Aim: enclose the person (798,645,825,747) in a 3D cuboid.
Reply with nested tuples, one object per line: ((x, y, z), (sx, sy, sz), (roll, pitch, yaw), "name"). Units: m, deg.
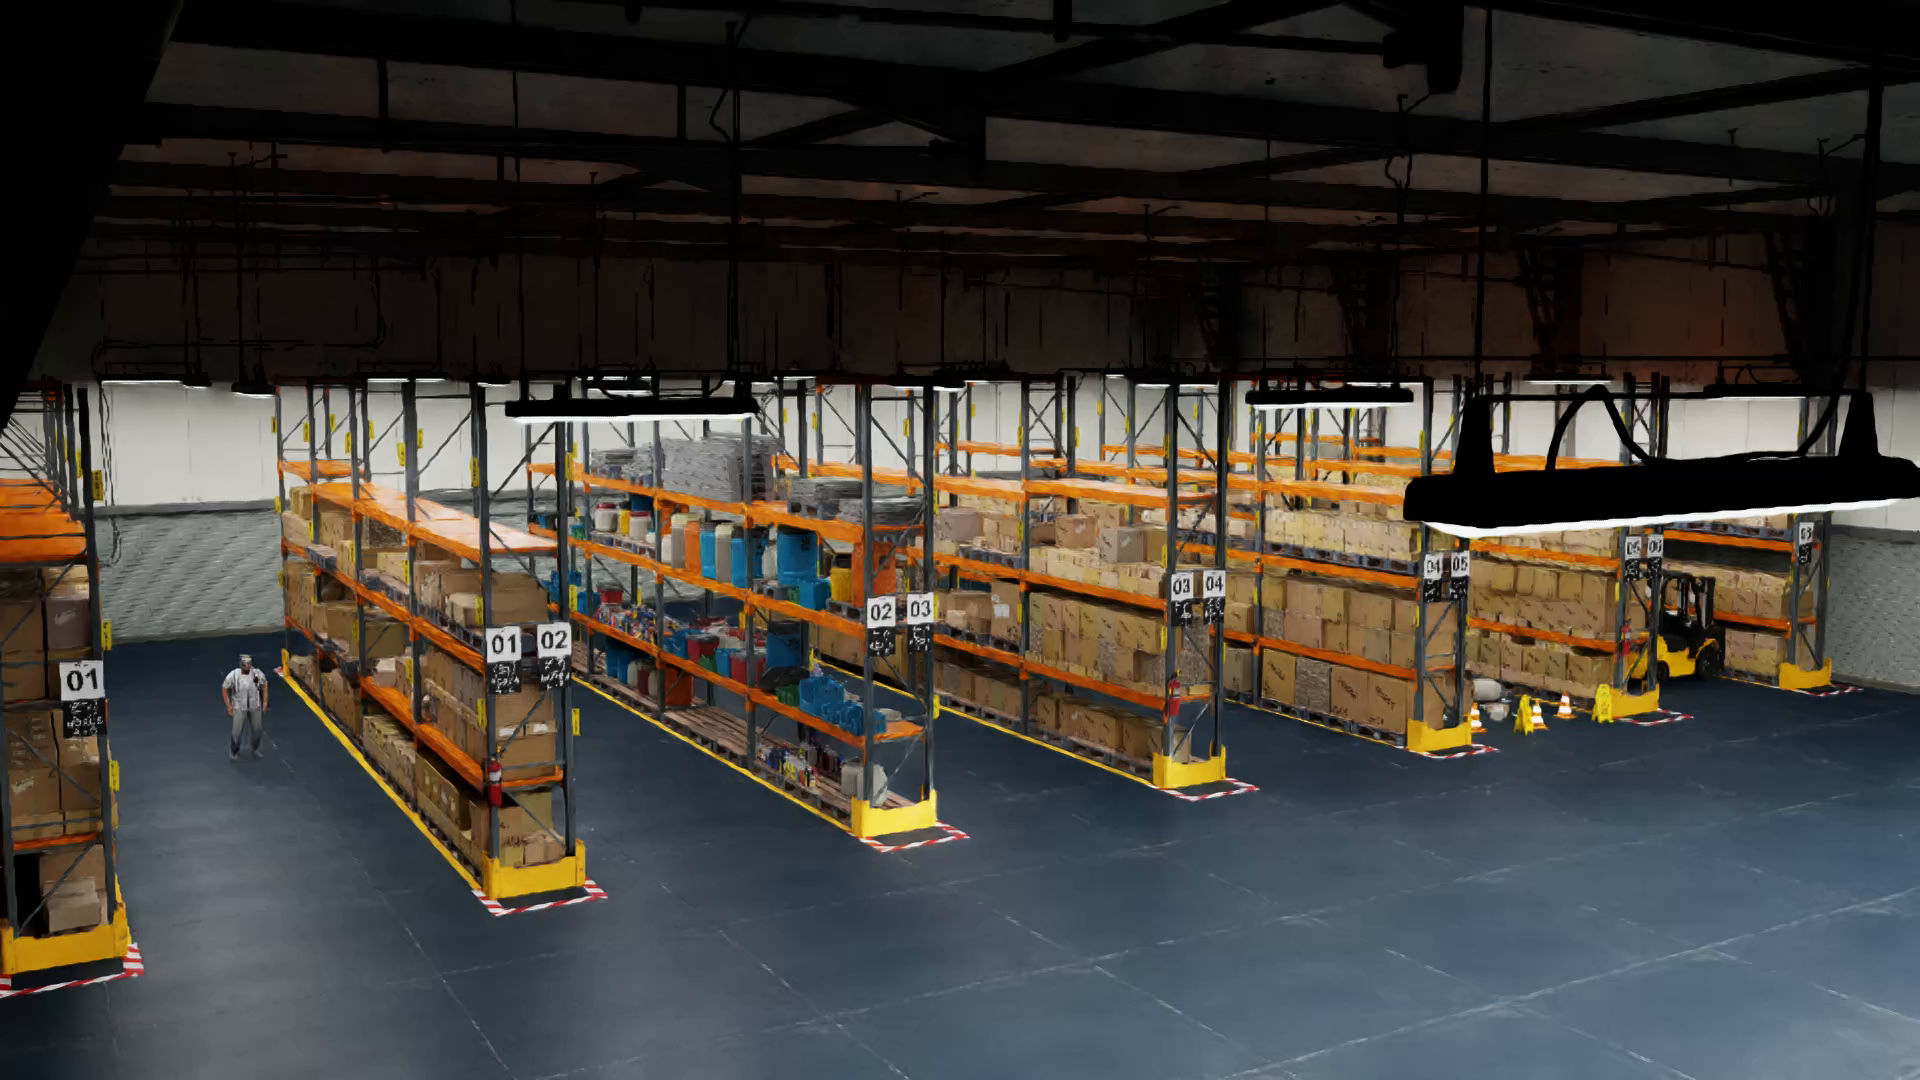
((-2.426, 2.540, 27.109), (0.577, 1.652, 0.445), (5, 8, 36), "person")

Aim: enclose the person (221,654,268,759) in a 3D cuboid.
((-11.279, 2.613, 26.262), (0.683, 1.714, 0.524), (-4, 7, -31), "person")
